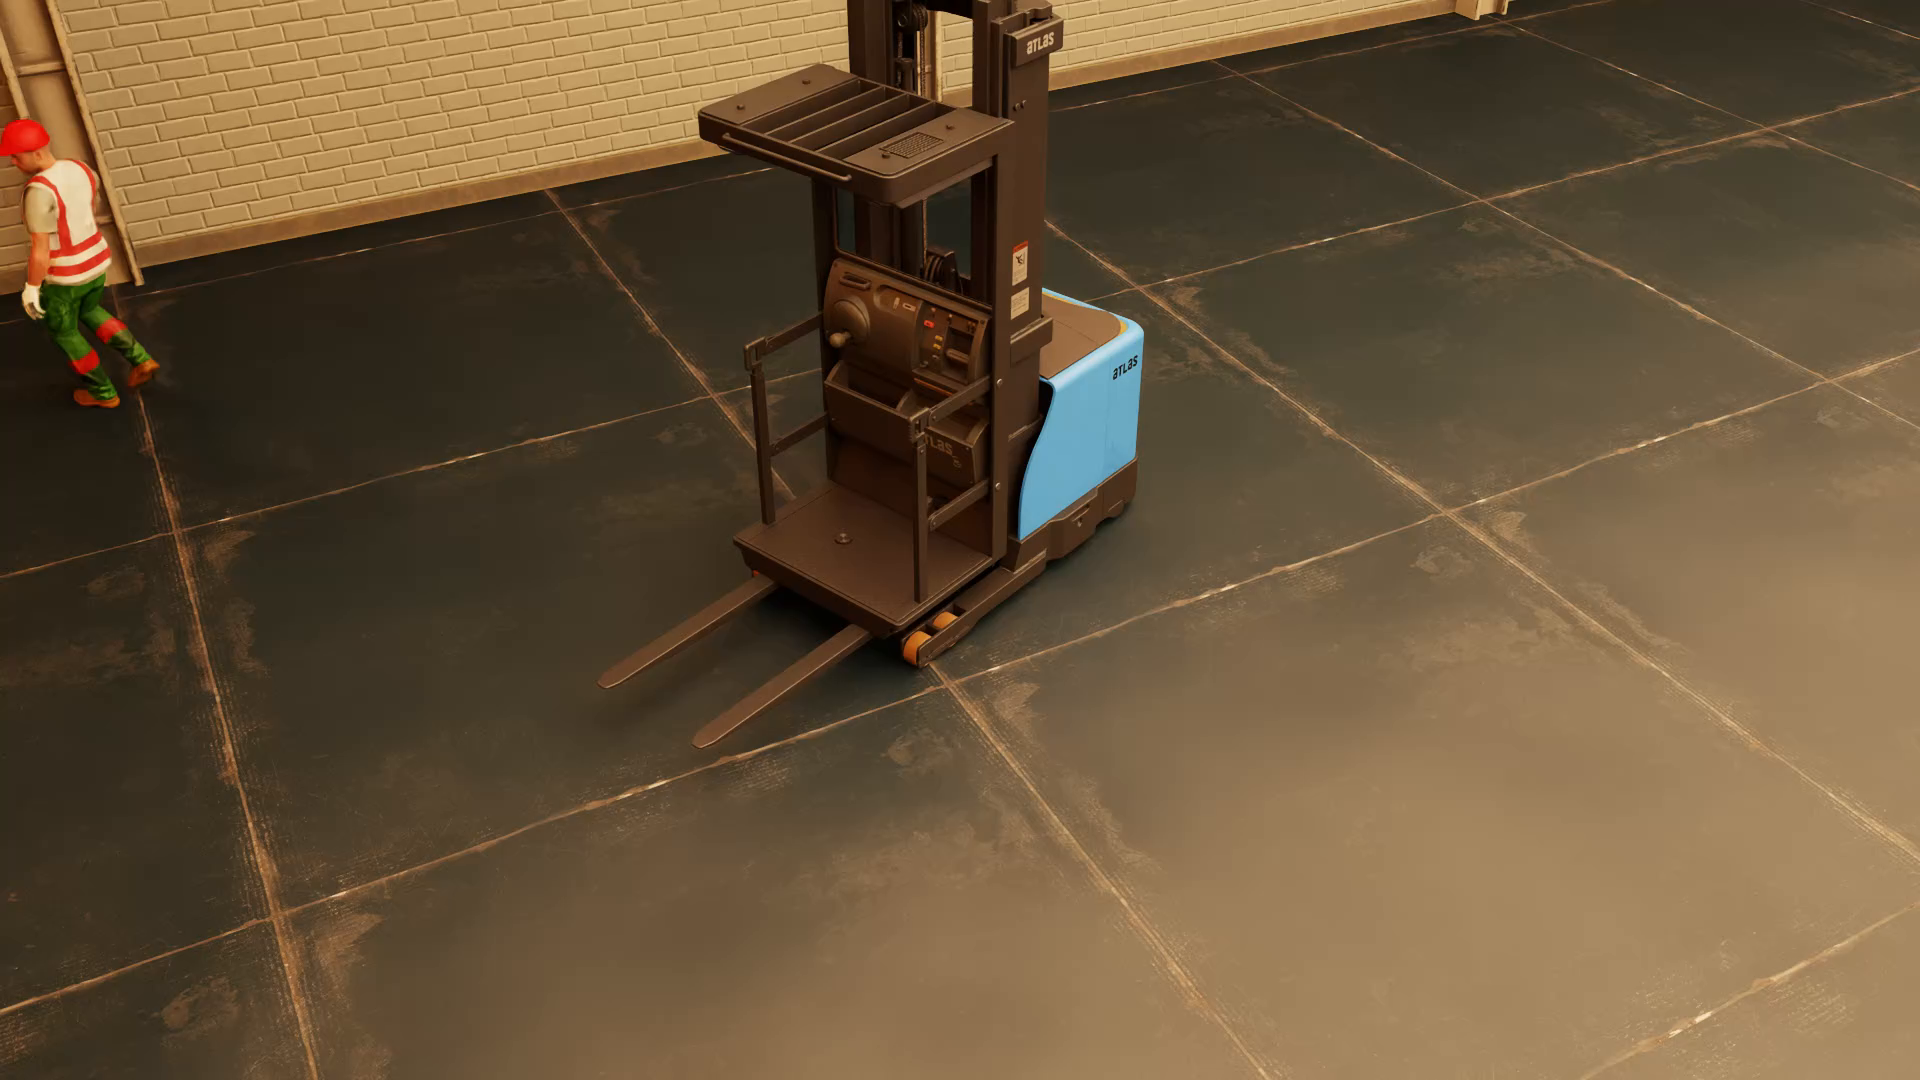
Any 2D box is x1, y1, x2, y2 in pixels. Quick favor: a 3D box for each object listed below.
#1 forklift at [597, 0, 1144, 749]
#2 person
[{"bbox_3d":[-0.390,-0.927,7.434,1.130,2.935,3.031,26,43,31],"label":"forklift"},{"bbox_3d":[-5.021,-1.505,9.283,0.510,1.741,0.763,11,37,15],"label":"person"}]
